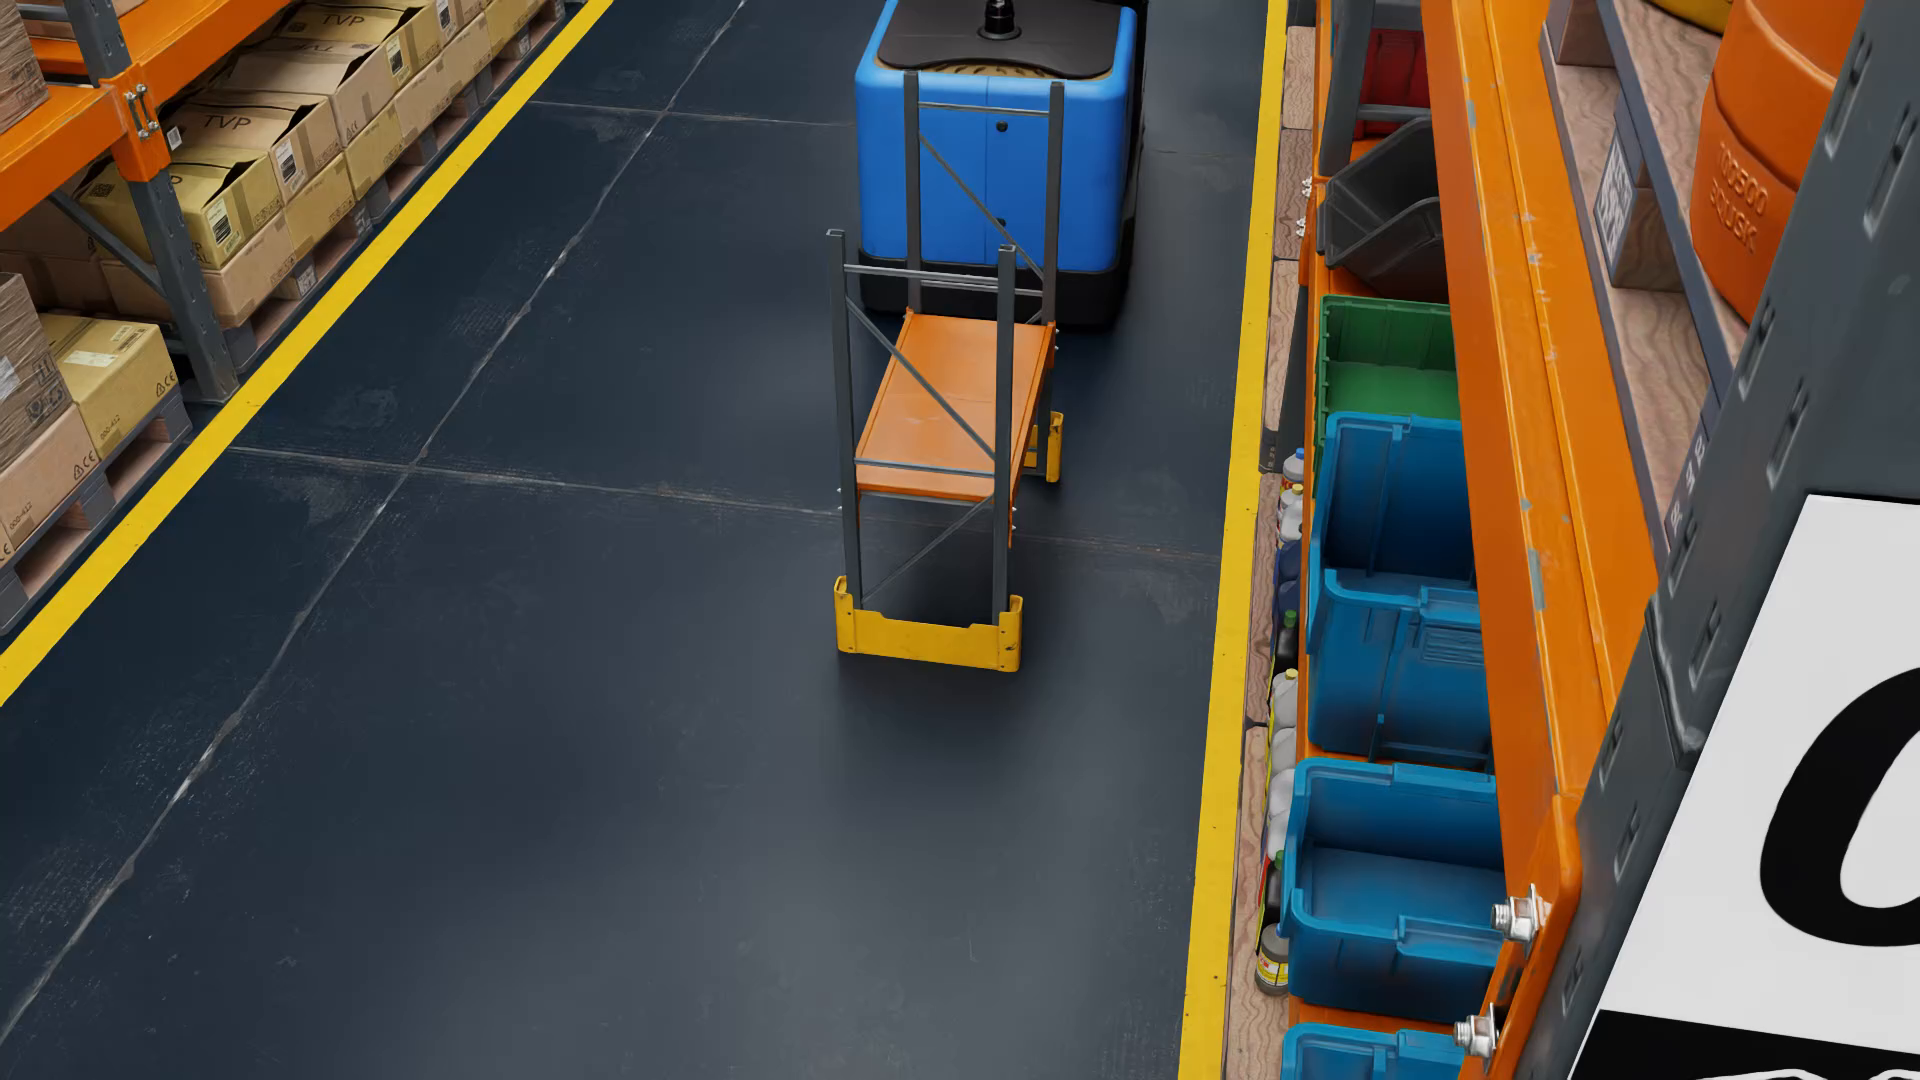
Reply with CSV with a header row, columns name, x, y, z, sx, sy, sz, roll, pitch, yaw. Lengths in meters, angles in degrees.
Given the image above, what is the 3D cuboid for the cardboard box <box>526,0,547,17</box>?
name,x,y,z,sx,sy,sz,roll,pitch,yaw
cardboard box,-2.456,-3.019,8.876,0.500,0.250,0.500,7,40,9

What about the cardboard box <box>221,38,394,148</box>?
name,x,y,z,sx,sy,sz,roll,pitch,yaw
cardboard box,-2.801,-1.953,7.146,0.500,0.311,0.500,5,40,6

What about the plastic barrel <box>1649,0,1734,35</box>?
name,x,y,z,sx,sy,sz,roll,pitch,yaw
plastic barrel,0.960,-0.825,1.562,0.600,0.588,0.600,0,40,0

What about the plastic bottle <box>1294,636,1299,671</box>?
name,x,y,z,sx,sy,sz,roll,pitch,yaw
plastic bottle,1.011,0.342,4.778,0.097,0.271,0.097,0,40,0

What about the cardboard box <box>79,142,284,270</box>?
name,x,y,z,sx,sy,sz,roll,pitch,yaw
cardboard box,-2.981,-1.314,6.374,0.500,0.311,0.500,7,40,8

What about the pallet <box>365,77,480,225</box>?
name,x,y,z,sx,sy,sz,roll,pitch,yaw
pallet,-3.000,-1.924,7.911,1.003,0.211,1.213,6,40,8

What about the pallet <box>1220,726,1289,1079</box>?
name,x,y,z,sx,sy,sz,roll,pitch,yaw
pallet,1.214,1.044,4.322,1.003,0.211,1.213,6,40,8

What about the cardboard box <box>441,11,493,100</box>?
name,x,y,z,sx,sy,sz,roll,pitch,yaw
cardboard box,-2.632,-2.380,8.103,0.500,0.250,0.500,7,40,9

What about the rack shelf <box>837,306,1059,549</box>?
name,x,y,z,sx,sy,sz,roll,pitch,yaw
rack shelf,-0.015,-0.386,5.322,0.538,0.185,1.000,6,40,8

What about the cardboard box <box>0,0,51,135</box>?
name,x,y,z,sx,sy,sz,roll,pitch,yaw
cardboard box,-3.368,-1.523,5.160,0.700,0.500,0.500,5,40,7

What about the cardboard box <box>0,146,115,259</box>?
name,x,y,z,sx,sy,sz,roll,pitch,yaw
cardboard box,-3.510,-1.368,6.439,0.500,0.311,0.500,6,40,8

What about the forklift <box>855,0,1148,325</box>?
name,x,y,z,sx,sy,sz,roll,pitch,yaw
forklift,0.300,-2.927,6.990,1.130,2.935,3.031,5,40,6

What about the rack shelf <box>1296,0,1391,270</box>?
name,x,y,z,sx,sy,sz,roll,pitch,yaw
rack shelf,1.926,-2.193,6.613,1.077,0.370,4.000,6,40,8

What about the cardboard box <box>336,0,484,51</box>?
name,x,y,z,sx,sy,sz,roll,pitch,yaw
cardboard box,-2.627,-2.593,7.921,0.500,0.311,0.500,6,40,7

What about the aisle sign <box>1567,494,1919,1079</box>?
name,x,y,z,sx,sy,sz,roll,pitch,yaw
aisle sign,0.583,0.305,0.986,0.394,0.787,0.004,6,40,8

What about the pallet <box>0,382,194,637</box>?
name,x,y,z,sx,sy,sz,roll,pitch,yaw
pallet,-3.477,-0.195,5.820,1.003,0.211,1.213,6,40,8

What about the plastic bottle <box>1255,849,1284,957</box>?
name,x,y,z,sx,sy,sz,roll,pitch,yaw
plastic bottle,0.776,0.896,4.099,0.061,0.283,0.133,7,40,9

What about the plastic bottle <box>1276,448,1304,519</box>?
name,x,y,z,sx,sy,sz,roll,pitch,yaw
plastic bottle,1.093,-0.182,5.412,0.097,0.271,0.097,0,40,0

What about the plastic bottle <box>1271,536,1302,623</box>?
name,x,y,z,sx,sy,sz,roll,pitch,yaw
plastic bottle,1.032,0.097,5.013,0.144,0.351,0.185,7,40,9

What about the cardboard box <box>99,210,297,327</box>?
name,x,y,z,sx,sy,sz,roll,pitch,yaw
cardboard box,-2.984,-1.092,6.545,0.500,0.250,0.500,5,40,7

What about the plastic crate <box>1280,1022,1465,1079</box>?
name,x,y,z,sx,sy,sz,roll,pitch,yaw
plastic crate,0.680,1.005,2.297,0.499,0.251,0.616,6,40,8

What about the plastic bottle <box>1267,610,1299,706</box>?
name,x,y,z,sx,sy,sz,roll,pitch,yaw
plastic bottle,0.930,0.340,4.771,0.061,0.283,0.133,8,40,10

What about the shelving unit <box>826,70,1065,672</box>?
name,x,y,z,sx,sy,sz,roll,pitch,yaw
shelving unit,-0.013,-0.530,5.214,0.587,1.500,1.083,6,40,8

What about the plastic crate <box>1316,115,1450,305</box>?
name,x,y,z,sx,sy,sz,roll,pitch,yaw
plastic crate,1.364,-0.877,4.505,0.767,0.338,0.504,6,40,8

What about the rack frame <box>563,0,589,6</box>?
name,x,y,z,sx,sy,sz,roll,pitch,yaw
rack frame,-2.606,-4.274,8.566,1.000,3.000,0.127,6,40,8

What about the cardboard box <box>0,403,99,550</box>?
name,x,y,z,sx,sy,sz,roll,pitch,yaw
cardboard box,-3.259,-0.238,5.512,0.500,0.250,0.500,6,40,8

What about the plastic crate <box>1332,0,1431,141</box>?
name,x,y,z,sx,sy,sz,roll,pitch,yaw
plastic crate,1.363,-1.578,5.254,0.402,0.464,0.583,6,40,8

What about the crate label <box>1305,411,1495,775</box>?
name,x,y,z,sx,sy,sz,roll,pitch,yaw
crate label,0.940,0.096,3.252,0.502,0.435,0.616,6,40,8

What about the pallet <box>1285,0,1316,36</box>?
name,x,y,z,sx,sy,sz,roll,pitch,yaw
pallet,2.368,-3.150,9.395,1.003,0.211,1.213,6,40,8

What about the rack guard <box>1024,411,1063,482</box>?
name,x,y,z,sx,sy,sz,roll,pitch,yaw
rack guard,0.073,-0.361,5.991,0.587,0.250,0.087,6,40,8

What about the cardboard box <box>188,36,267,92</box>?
name,x,y,z,sx,sy,sz,roll,pitch,yaw
cardboard box,-3.337,-2.008,7.213,0.500,0.311,0.500,6,40,8

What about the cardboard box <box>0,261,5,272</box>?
name,x,y,z,sx,sy,sz,roll,pitch,yaw
cardboard box,-3.686,-0.899,5.723,0.500,0.500,0.500,6,40,8

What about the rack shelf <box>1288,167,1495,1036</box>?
name,x,y,z,sx,sy,sz,roll,pitch,yaw
rack shelf,1.234,0.317,3.577,1.077,0.370,4.000,6,40,8

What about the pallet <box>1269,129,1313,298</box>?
name,x,y,z,sx,sy,sz,roll,pitch,yaw
pallet,1.887,-1.406,7.285,1.003,0.211,1.213,6,40,8

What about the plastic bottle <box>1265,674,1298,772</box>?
name,x,y,z,sx,sy,sz,roll,pitch,yaw
plastic bottle,0.926,0.482,4.547,0.144,0.351,0.185,6,40,7

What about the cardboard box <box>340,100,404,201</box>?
name,x,y,z,sx,sy,sz,roll,pitch,yaw
cardboard box,-2.807,-1.738,7.326,0.500,0.250,0.500,5,40,6

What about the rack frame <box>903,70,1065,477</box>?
name,x,y,z,sx,sy,sz,roll,pitch,yaw
rack frame,0.073,-0.844,5.593,0.500,1.500,0.032,6,40,8

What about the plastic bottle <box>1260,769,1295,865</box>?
name,x,y,z,sx,sy,sz,roll,pitch,yaw
plastic bottle,0.869,0.732,4.303,0.152,0.276,0.135,5,40,6

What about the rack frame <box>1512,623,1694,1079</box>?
name,x,y,z,sx,sy,sz,roll,pitch,yaw
rack frame,0.888,1.295,1.830,1.000,3.000,0.127,6,40,8

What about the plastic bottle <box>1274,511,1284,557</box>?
name,x,y,z,sx,sy,sz,roll,pitch,yaw
plastic bottle,1.058,-0.027,5.280,0.097,0.201,0.097,0,40,0

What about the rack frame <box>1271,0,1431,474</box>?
name,x,y,z,sx,sy,sz,roll,pitch,yaw
rack frame,1.580,-1.215,4.866,1.000,3.000,0.127,6,40,8
